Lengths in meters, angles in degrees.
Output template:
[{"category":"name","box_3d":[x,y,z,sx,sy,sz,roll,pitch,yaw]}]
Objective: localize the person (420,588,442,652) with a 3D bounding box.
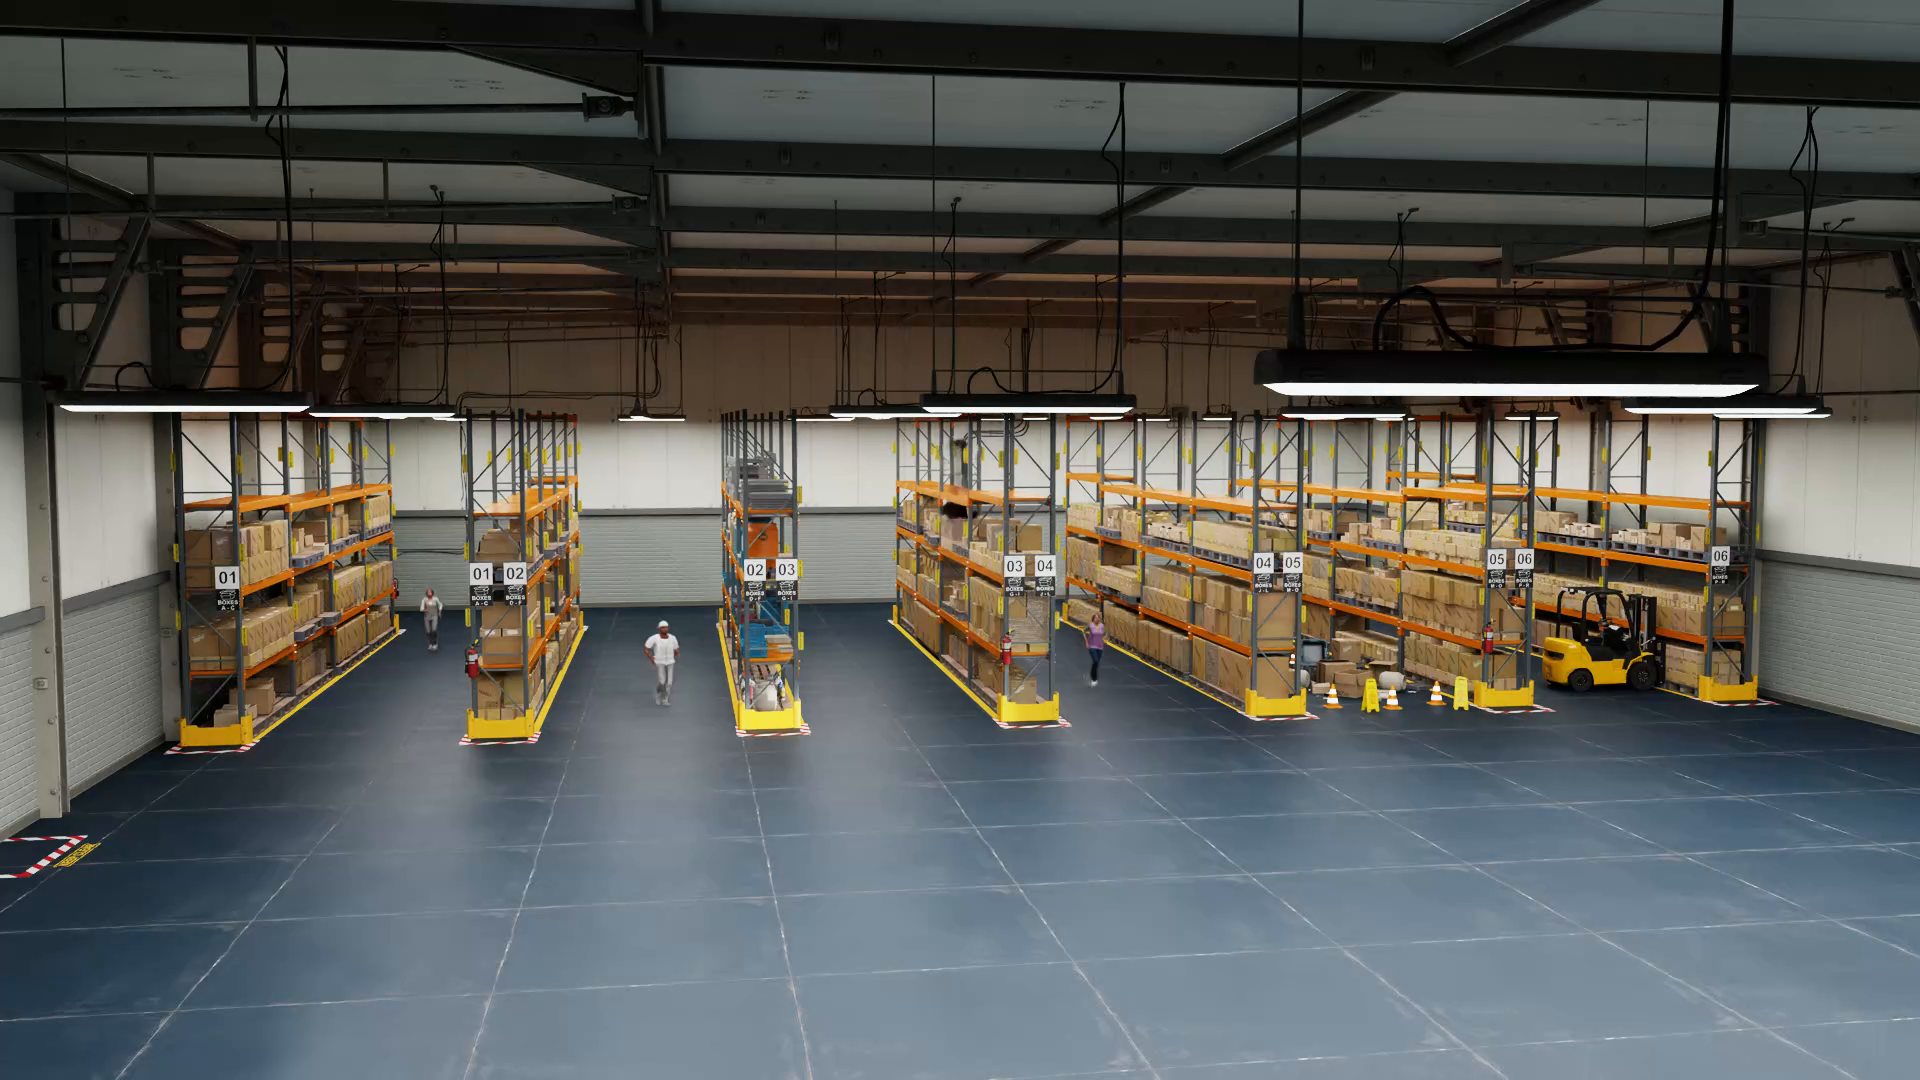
[{"category":"person","box_3d":[-13.296,2.015,41.805,0.508,1.590,0.667,-1,4,-12]}]

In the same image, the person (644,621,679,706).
[{"category":"person","box_3d":[-5.973,2.504,33.625,0.688,1.720,0.589,-2,5,-29]}]

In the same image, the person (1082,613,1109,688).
[{"category":"person","box_3d":[2.973,2.402,36.278,0.528,1.621,0.719,-1,4,-17]}]

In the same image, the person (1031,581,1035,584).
[{"category":"person","box_3d":[2.054,1.572,47.507,0.592,1.715,0.700,0,4,6]}]
